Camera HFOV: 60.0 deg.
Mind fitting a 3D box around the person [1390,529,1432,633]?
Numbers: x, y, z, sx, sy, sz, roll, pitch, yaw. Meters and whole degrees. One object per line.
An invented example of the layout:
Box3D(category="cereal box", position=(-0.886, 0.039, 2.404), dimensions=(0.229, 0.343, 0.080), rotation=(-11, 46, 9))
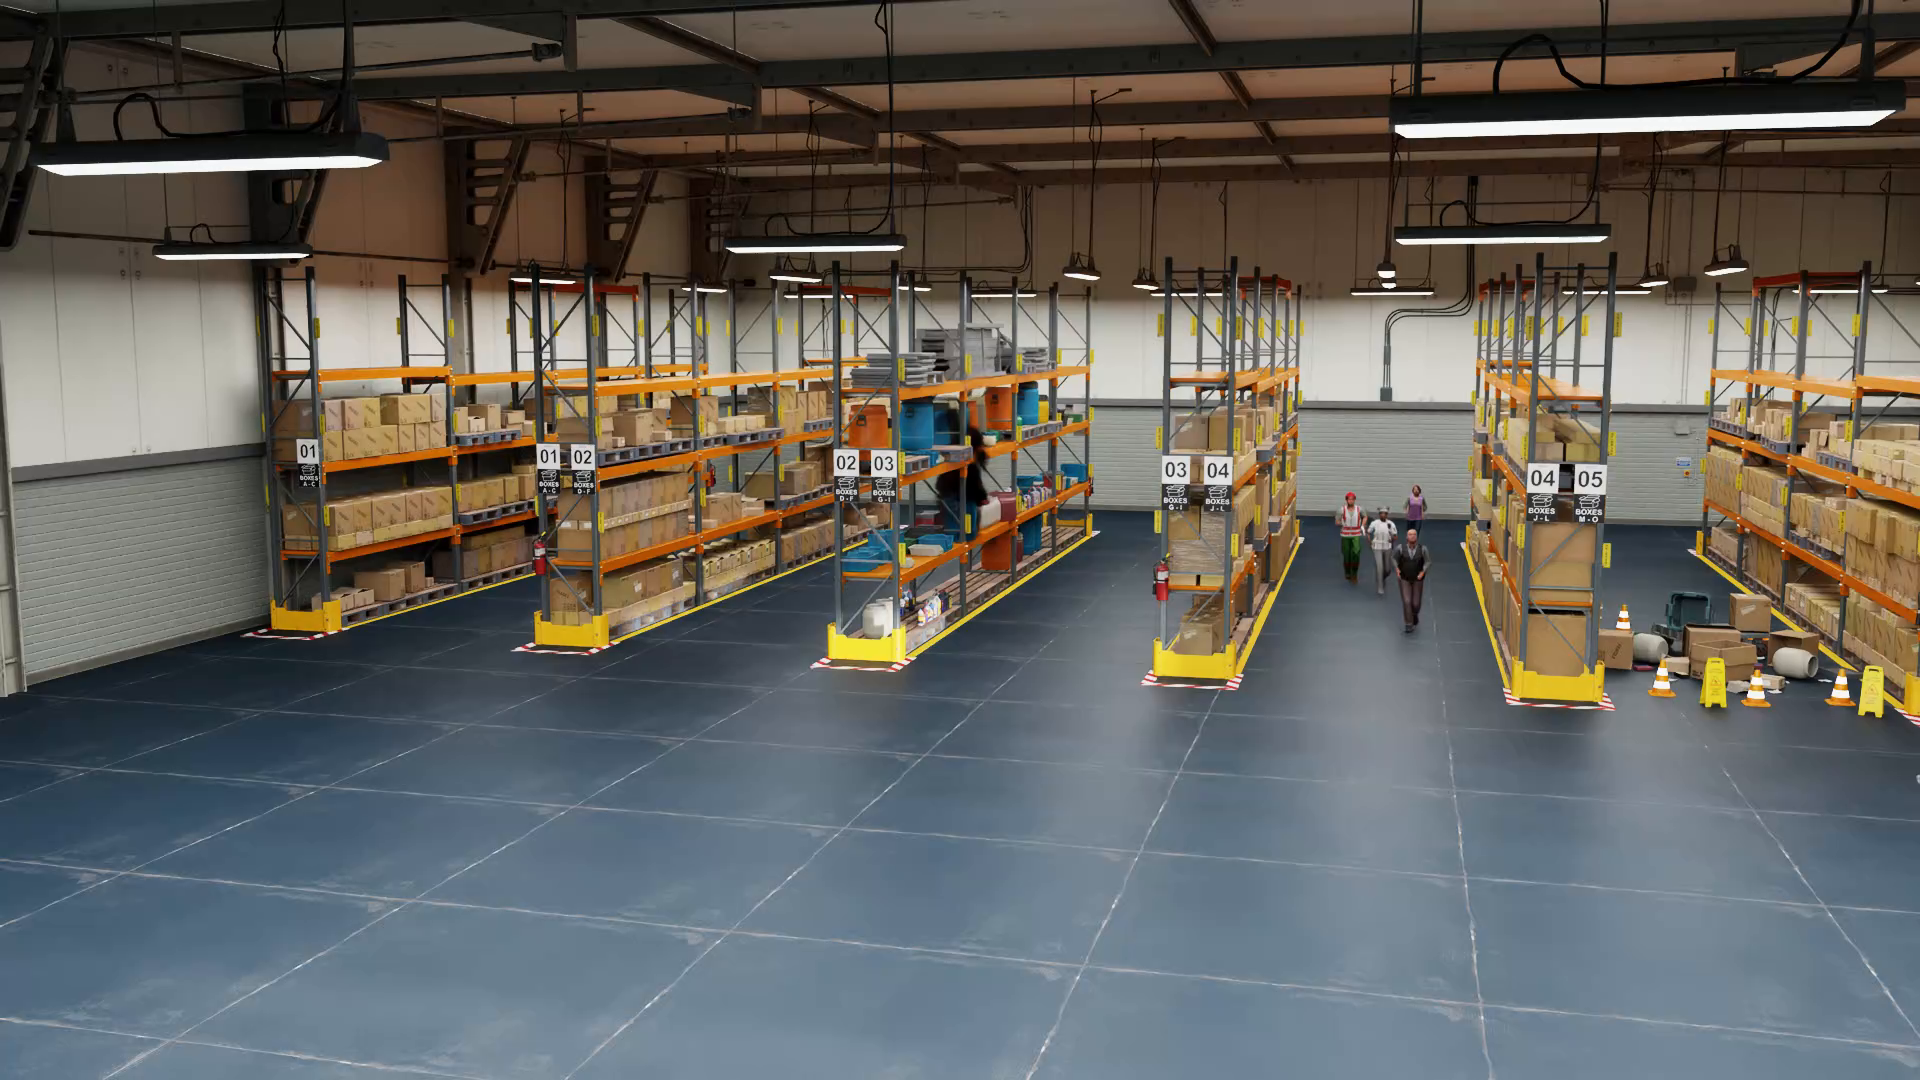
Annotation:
Box3D(category="person", position=(7.490, 0.665, 27.669), dimensions=(0.672, 1.702, 0.685), rotation=(2, 7, 13))

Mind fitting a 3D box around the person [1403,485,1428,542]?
Box3D(category="person", position=(10.091, -0.441, 36.897), dimensions=(0.539, 1.578, 0.741), rotation=(2, 7, 12))

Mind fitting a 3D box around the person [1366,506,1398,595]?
Box3D(category="person", position=(8.011, 0.173, 31.584), dimensions=(0.588, 1.662, 0.796), rotation=(1, 7, 6))

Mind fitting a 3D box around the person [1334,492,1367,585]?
Box3D(category="person", position=(7.701, -0.034, 32.806), dimensions=(0.630, 1.836, 0.764), rotation=(2, 7, 13))
